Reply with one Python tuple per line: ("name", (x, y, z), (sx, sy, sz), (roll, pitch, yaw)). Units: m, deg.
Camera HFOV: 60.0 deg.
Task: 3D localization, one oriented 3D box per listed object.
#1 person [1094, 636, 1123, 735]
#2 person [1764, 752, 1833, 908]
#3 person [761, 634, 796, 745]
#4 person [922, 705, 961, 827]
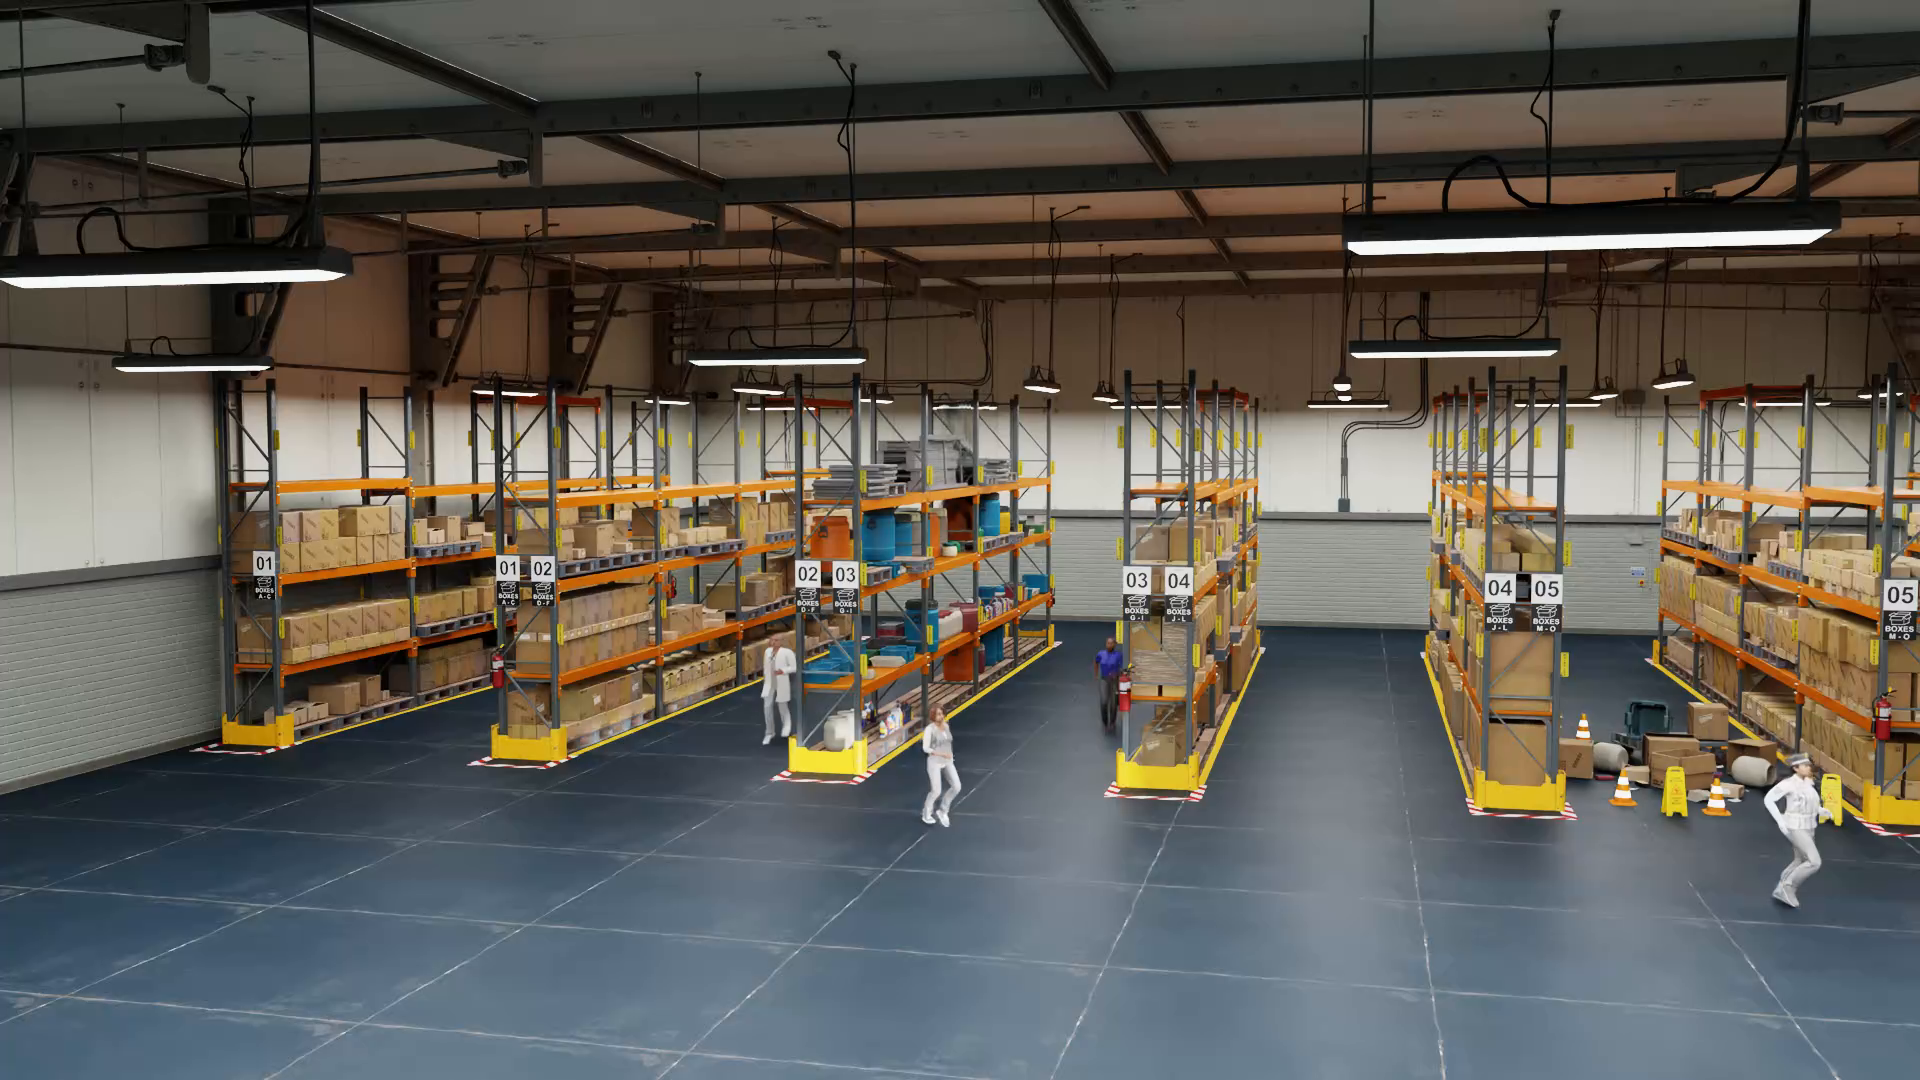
("person", (2.546, 2.484, 28.334), (0.536, 1.690, 0.789), (0, 3, 5))
("person", (8.984, 3.088, 17.735), (0.586, 1.666, 0.633), (-2, 4, -33))
("person", (-3.007, 2.464, 27.619), (0.688, 1.841, 0.864), (1, 4, 14))
("person", (-0.257, 2.922, 21.502), (0.545, 1.578, 0.629), (-3, 4, -38))
